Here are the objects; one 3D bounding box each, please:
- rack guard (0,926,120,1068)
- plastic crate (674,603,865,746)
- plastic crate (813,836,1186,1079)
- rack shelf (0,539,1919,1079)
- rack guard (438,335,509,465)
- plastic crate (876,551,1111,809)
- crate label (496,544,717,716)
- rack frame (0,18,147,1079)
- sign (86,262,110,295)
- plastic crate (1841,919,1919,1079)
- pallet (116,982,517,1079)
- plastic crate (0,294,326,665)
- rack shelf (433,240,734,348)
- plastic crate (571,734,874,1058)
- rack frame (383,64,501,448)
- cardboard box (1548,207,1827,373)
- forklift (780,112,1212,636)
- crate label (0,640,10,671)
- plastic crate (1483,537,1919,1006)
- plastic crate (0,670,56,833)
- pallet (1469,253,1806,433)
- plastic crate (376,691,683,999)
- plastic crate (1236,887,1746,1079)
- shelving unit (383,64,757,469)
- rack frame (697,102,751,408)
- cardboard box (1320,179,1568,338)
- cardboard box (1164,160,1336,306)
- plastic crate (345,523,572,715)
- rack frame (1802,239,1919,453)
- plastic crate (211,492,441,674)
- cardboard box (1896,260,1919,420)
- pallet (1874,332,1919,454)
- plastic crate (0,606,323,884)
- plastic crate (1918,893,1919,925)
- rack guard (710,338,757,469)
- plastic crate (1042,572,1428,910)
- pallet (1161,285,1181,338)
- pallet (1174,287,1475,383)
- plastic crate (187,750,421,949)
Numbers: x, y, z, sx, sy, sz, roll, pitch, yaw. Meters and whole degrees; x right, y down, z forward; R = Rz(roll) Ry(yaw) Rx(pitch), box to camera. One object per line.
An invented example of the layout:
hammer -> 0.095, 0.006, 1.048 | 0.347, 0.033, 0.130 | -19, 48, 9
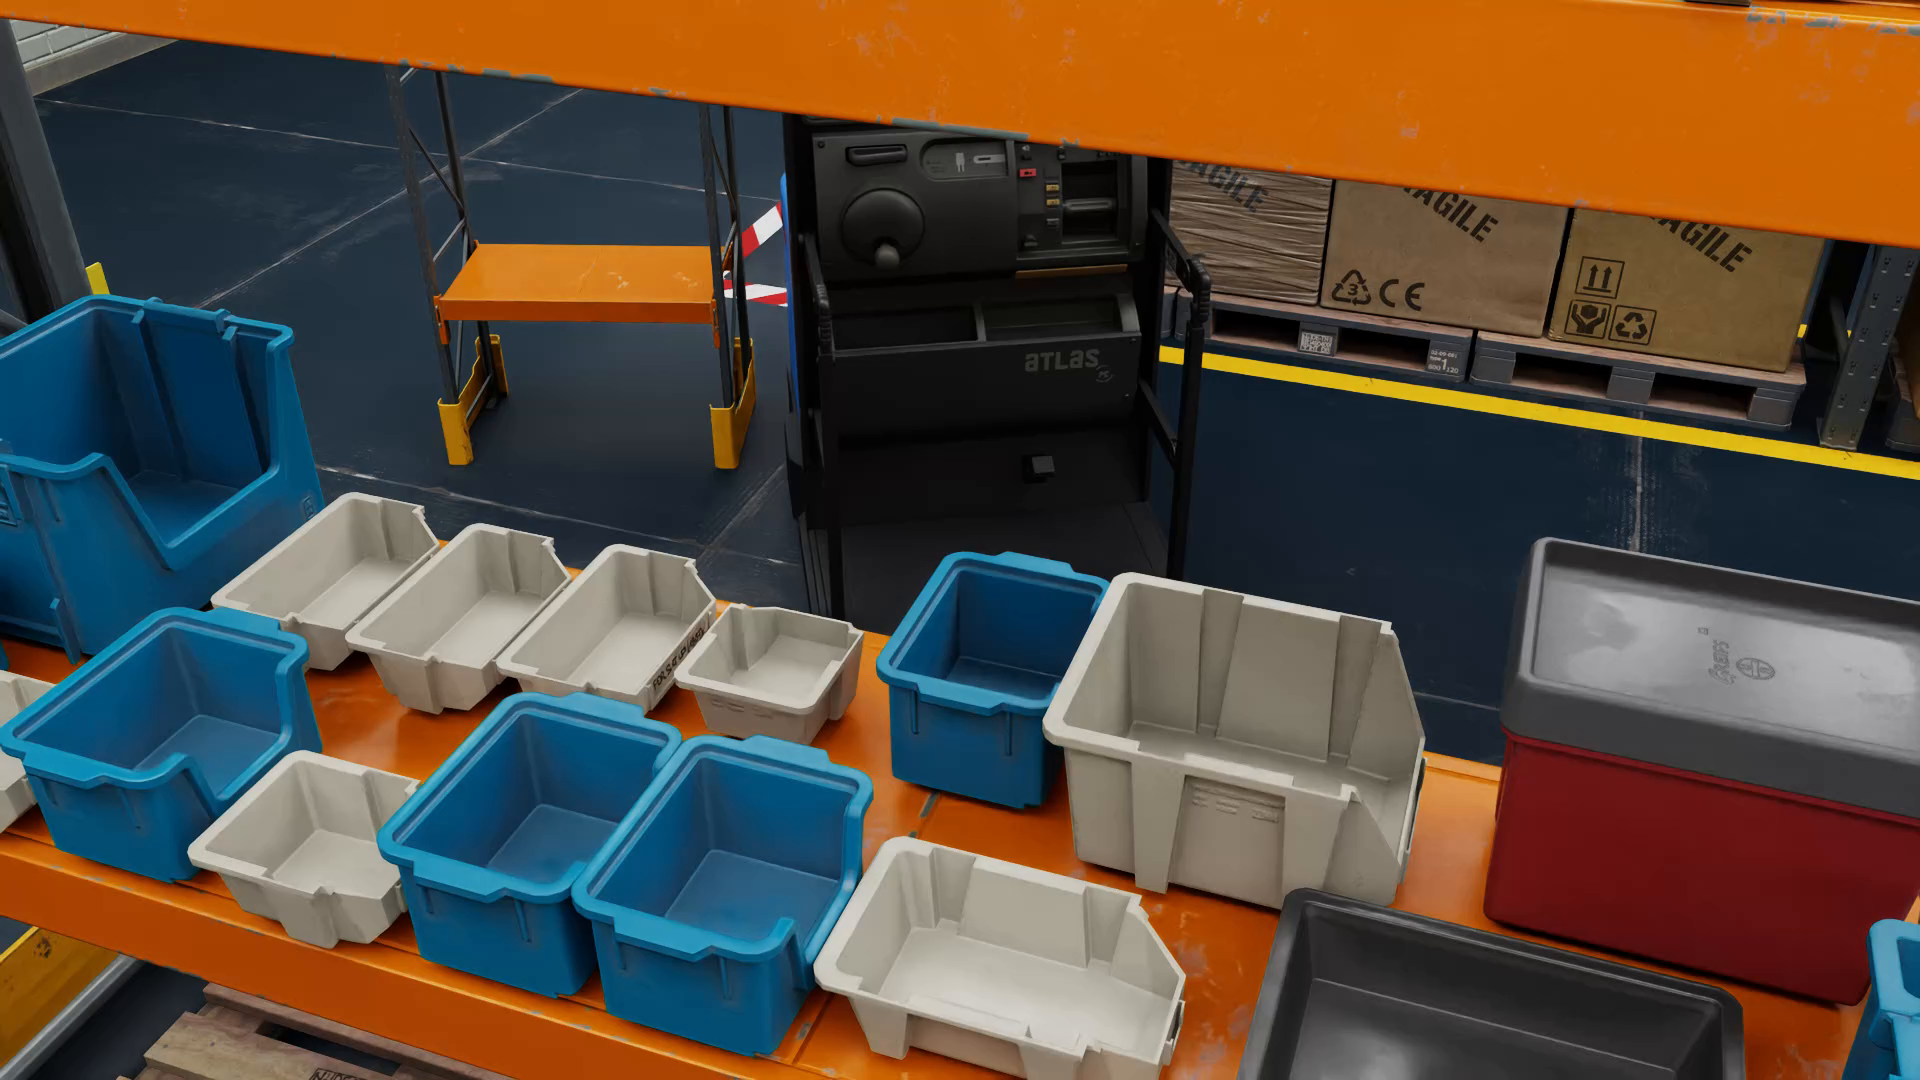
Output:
rack guard -> -1.984, 0.995, 3.748 | 0.348, 0.500, 1.175 | 11, 34, 16
plastic crate -> -0.305, 0.229, 2.818 | 0.250, 0.136, 0.298 | 11, 34, 16
plastic crate -> 0.067, 0.595, 2.251 | 0.466, 0.136, 0.293 | 11, 34, 16
rack shelf -> -0.075, 0.611, 2.701 | 4.000, 0.370, 1.077 | 11, 34, 16
rack guard -> -1.855, -0.543, 6.360 | 0.087, 0.250, 0.587 | 1, 33, 1
plastic crate -> 0.062, 0.233, 2.723 | 0.300, 0.233, 0.416 | 11, 34, 16
crate label -> -0.590, 0.184, 2.887 | 0.243, 0.136, 0.396 | 11, 34, 16
rack frame -> -1.957, -0.057, 3.073 | 0.127, 3.000, 1.000 | 11, 34, 16
sign -> -1.787, -0.410, 3.469 | 0.005, 0.325, 0.100 | 11, 34, 16
plastic crate -> 1.253, 0.745, 1.790 | 0.575, 0.384, 0.392 | 11, 34, 16
pallet -> -1.194, 1.285, 3.565 | 1.213, 0.211, 1.003 | 11, 34, 16
plastic crate -> -1.579, -0.131, 3.100 | 0.499, 0.435, 0.616 | 11, 34, 16
rack shelf -> -1.348, -0.909, 6.107 | 1.000, 0.185, 0.538 | 1, 33, 1
plastic crate -> -0.314, 0.497, 2.314 | 0.300, 0.233, 0.416 | 11, 34, 16
rack frame -> -1.856, -1.068, 6.021 | 0.032, 1.500, 0.500 | 1, 33, 1
cardboard box -> 2.885, -1.300, 6.569 | 0.875, 0.875, 0.875 | 11, 34, 16
forklift -> 0.097, -0.897, 4.437 | 1.130, 2.935, 3.031 | -5, 33, -8
crate label -> -1.836, 0.201, 2.772 | 0.303, 0.233, 0.416 | 11, 34, 16
plastic crate -> 1.052, 0.331, 2.357 | 0.583, 0.464, 0.402 | 11, 34, 16
plastic crate -> -1.562, 0.343, 2.642 | 0.298, 0.136, 0.250 | 11, 34, 16
pallet -> 2.790, -0.862, 6.890 | 1.213, 0.211, 1.003 | 11, 34, 16
plastic crate -> -0.597, 0.442, 2.399 | 0.300, 0.233, 0.416 | 11, 34, 16
plastic crate -> 0.664, 0.698, 2.103 | 0.590, 0.125, 0.437 | 11, 34, 16
shelving unit -> -1.357, -1.060, 6.010 | 1.083, 1.500, 0.587 | 1, 33, 1
rack frame -> -0.840, -1.053, 5.998 | 0.032, 1.500, 0.500 | 1, 33, 1
cardboard box -> 2.037, -1.464, 6.824 | 0.875, 0.875, 0.875 | 11, 34, 16
cardboard box -> 1.200, -1.627, 7.077 | 0.875, 0.875, 0.875 | 11, 34, 16
plastic crate -> -0.861, 0.146, 2.947 | 0.243, 0.136, 0.396 | 11, 34, 16
rack frame -> 3.479, -1.854, 5.857 | 0.127, 3.000, 1.000 | 11, 34, 16
plastic crate -> -1.129, 0.085, 3.040 | 0.243, 0.136, 0.396 | 11, 34, 16
cardboard box -> 4.088, -1.031, 6.153 | 0.875, 0.875, 1.225 | 11, 34, 17
pallet -> 4.231, -0.580, 6.454 | 1.213, 0.211, 1.003 | 11, 34, 16
plastic crate -> -1.216, 0.322, 2.585 | 0.300, 0.233, 0.416 | 11, 34, 16
plastic crate -> 1.418, 0.602, 2.240 | 0.243, 0.136, 0.396 | 11, 34, 16
rack guard -> -0.860, -0.528, 6.337 | 0.087, 0.250, 0.587 | 1, 33, 1
plastic crate -> 0.433, 0.326, 2.534 | 0.530, 0.282, 0.437 | 11, 34, 16
pallet -> 0.493, -1.308, 7.582 | 1.213, 0.211, 1.003 | 11, 34, 16
pallet -> 1.637, -1.084, 7.235 | 1.213, 0.211, 1.003 | 11, 34, 16
plastic crate -> -0.924, 0.467, 2.449 | 0.298, 0.136, 0.250 | 11, 34, 16
